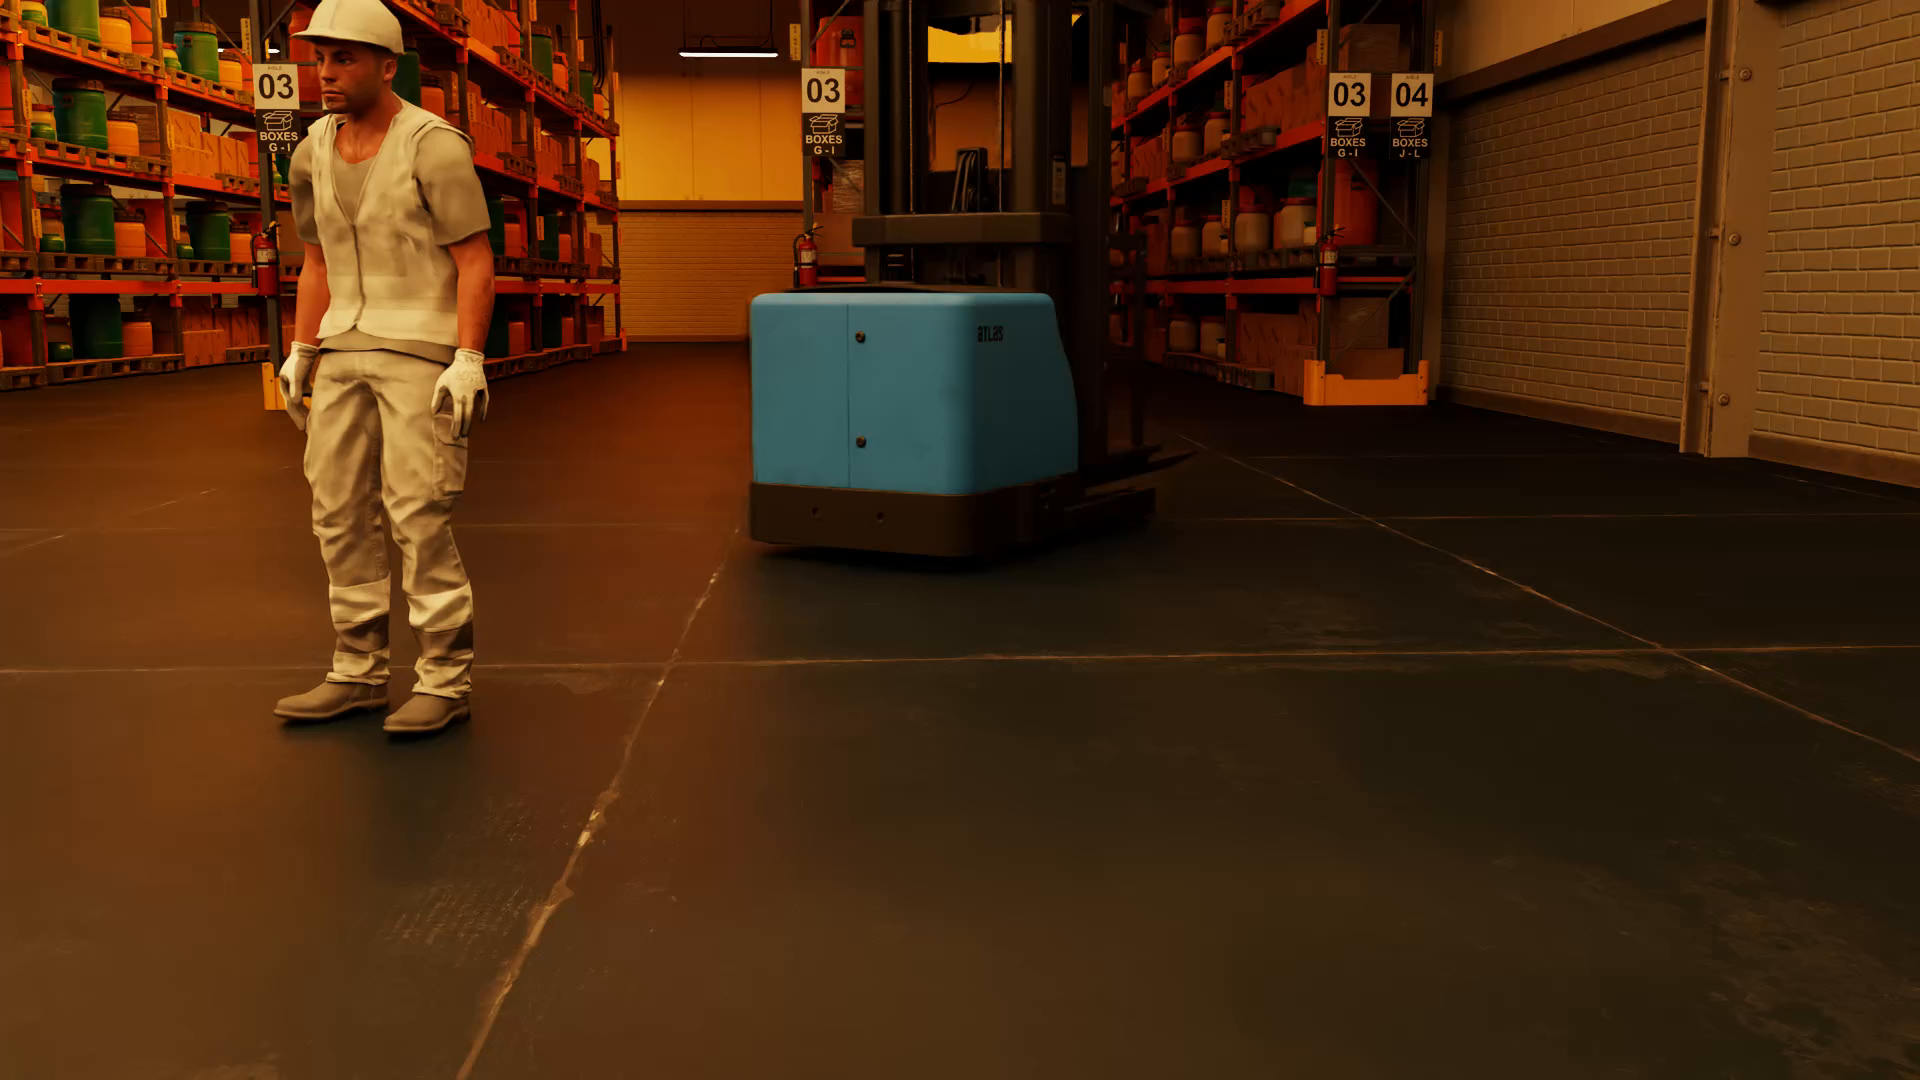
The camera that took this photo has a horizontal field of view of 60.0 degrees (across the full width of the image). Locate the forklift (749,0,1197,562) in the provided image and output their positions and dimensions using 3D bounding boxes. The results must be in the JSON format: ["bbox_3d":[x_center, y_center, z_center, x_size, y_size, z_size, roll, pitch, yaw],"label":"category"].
[{"bbox_3d":[0.276,-1.538,7.691,1.130,2.935,3.031,5,10,28],"label":"forklift"}]

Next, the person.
[{"bbox_3d":[-1.423,-0.419,4.093,0.608,1.777,0.454,4,9,23],"label":"person"}]
